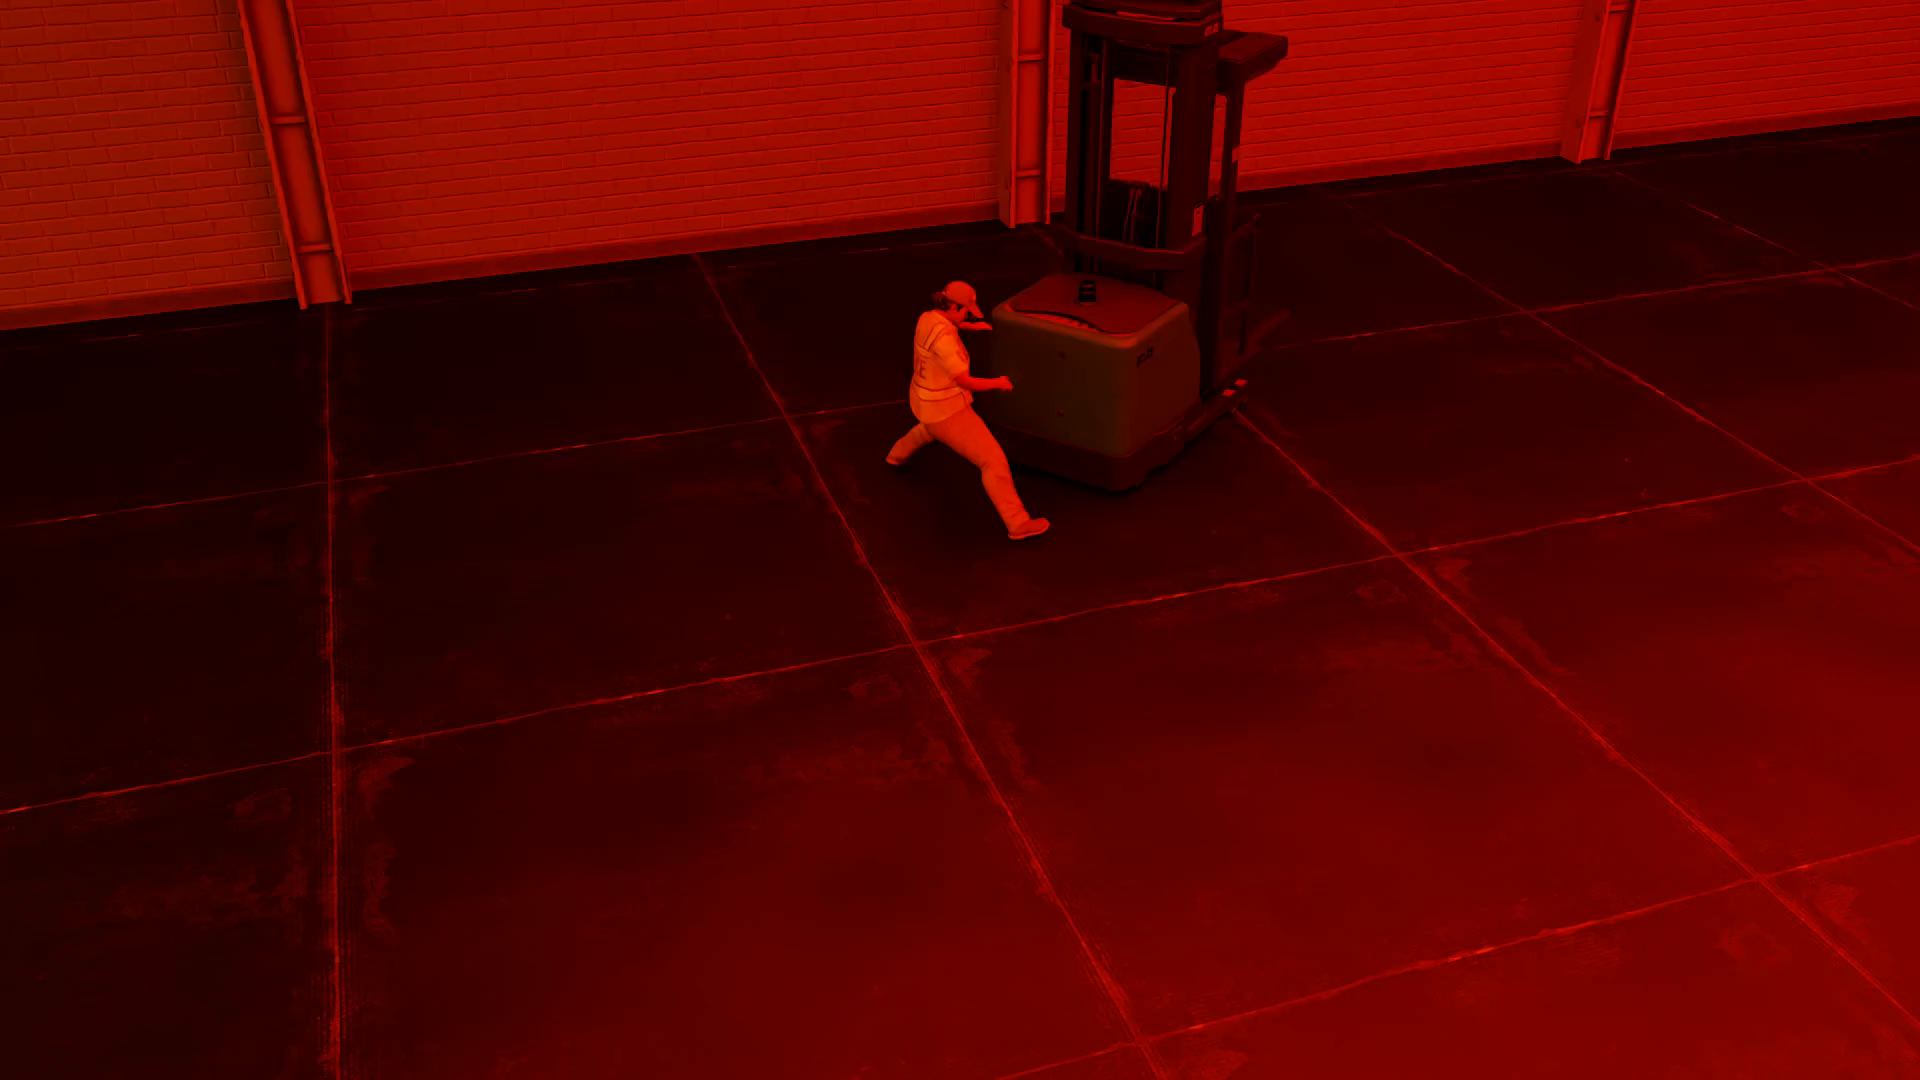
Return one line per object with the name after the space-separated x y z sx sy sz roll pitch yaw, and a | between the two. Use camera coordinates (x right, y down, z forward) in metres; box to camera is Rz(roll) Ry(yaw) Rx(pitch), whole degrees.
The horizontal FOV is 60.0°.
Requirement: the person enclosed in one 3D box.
0.020 -0.904 10.127 0.798 1.461 1.279 -8 31 -14 | person

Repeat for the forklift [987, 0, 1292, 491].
1.404 -2.270 11.032 1.130 2.935 3.031 18 35 28 | forklift
